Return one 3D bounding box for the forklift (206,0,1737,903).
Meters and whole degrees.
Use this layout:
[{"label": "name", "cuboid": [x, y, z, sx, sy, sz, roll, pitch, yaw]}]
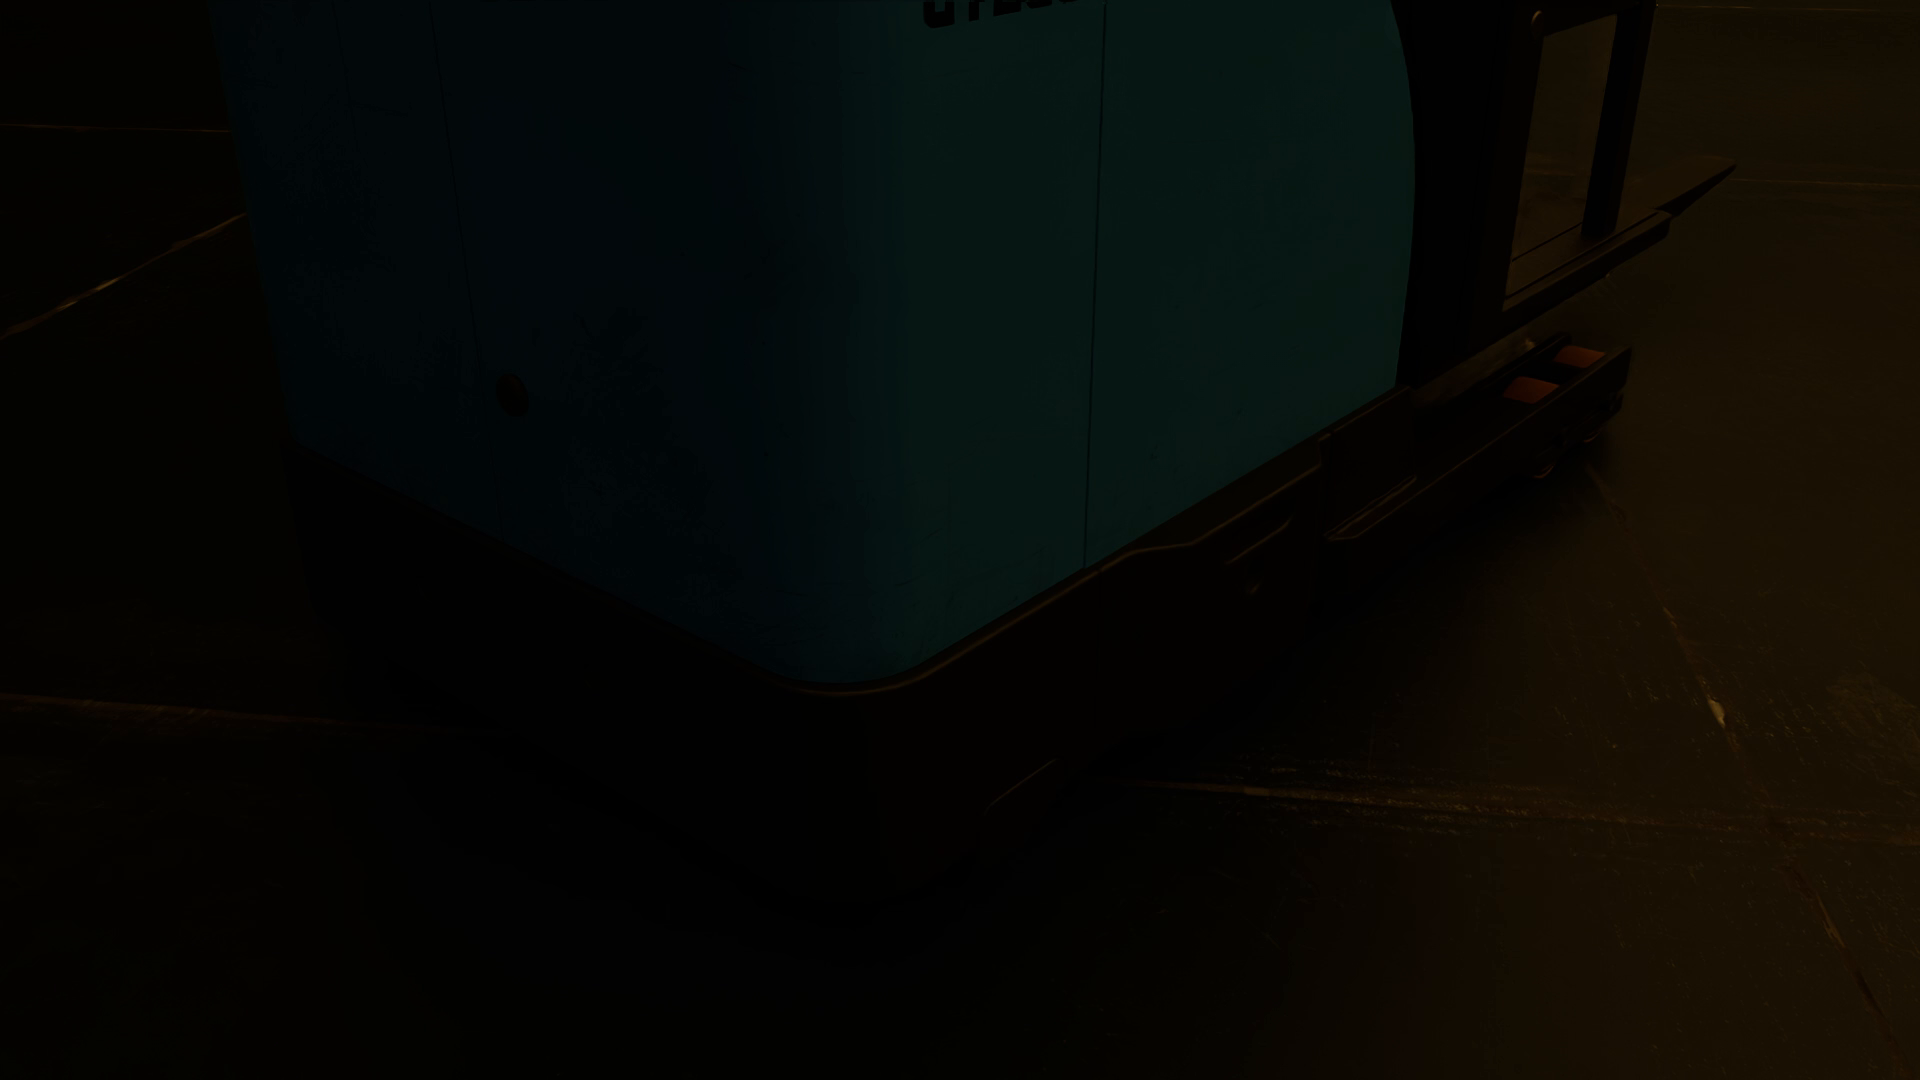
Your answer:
[{"label": "forklift", "cuboid": [0.484, -1.538, 2.300, 1.130, 2.935, 3.031, 21, 33, 35]}]
